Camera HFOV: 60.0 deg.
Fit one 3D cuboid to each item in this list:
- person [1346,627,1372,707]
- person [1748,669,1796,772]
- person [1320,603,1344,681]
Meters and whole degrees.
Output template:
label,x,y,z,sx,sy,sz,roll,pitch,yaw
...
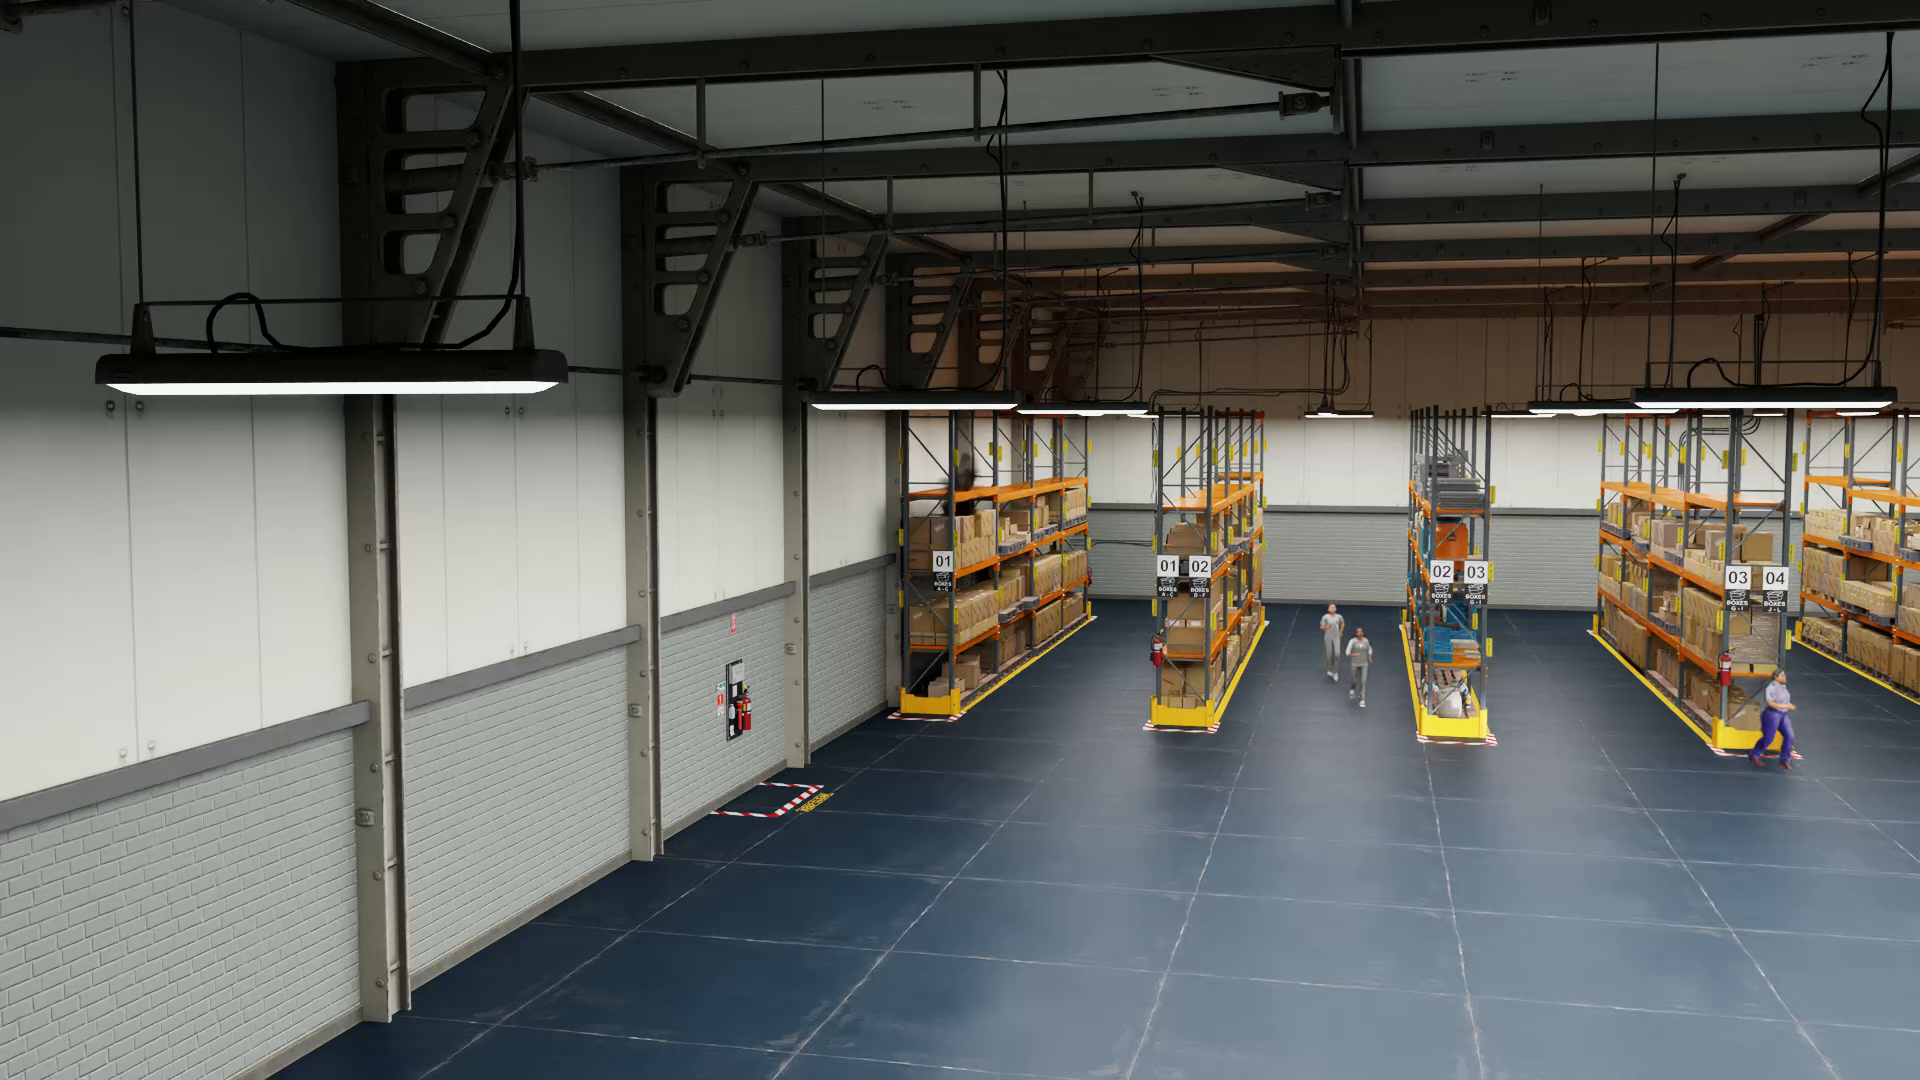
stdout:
label,x,y,z,sx,sy,sz,roll,pitch,yaw
person,8.042,2.528,33.488,0.551,1.573,0.817,0,4,4
person,13.363,2.966,27.269,0.616,1.730,0.767,-3,5,-35
person,8.258,2.240,36.883,0.546,1.717,0.720,1,4,7
